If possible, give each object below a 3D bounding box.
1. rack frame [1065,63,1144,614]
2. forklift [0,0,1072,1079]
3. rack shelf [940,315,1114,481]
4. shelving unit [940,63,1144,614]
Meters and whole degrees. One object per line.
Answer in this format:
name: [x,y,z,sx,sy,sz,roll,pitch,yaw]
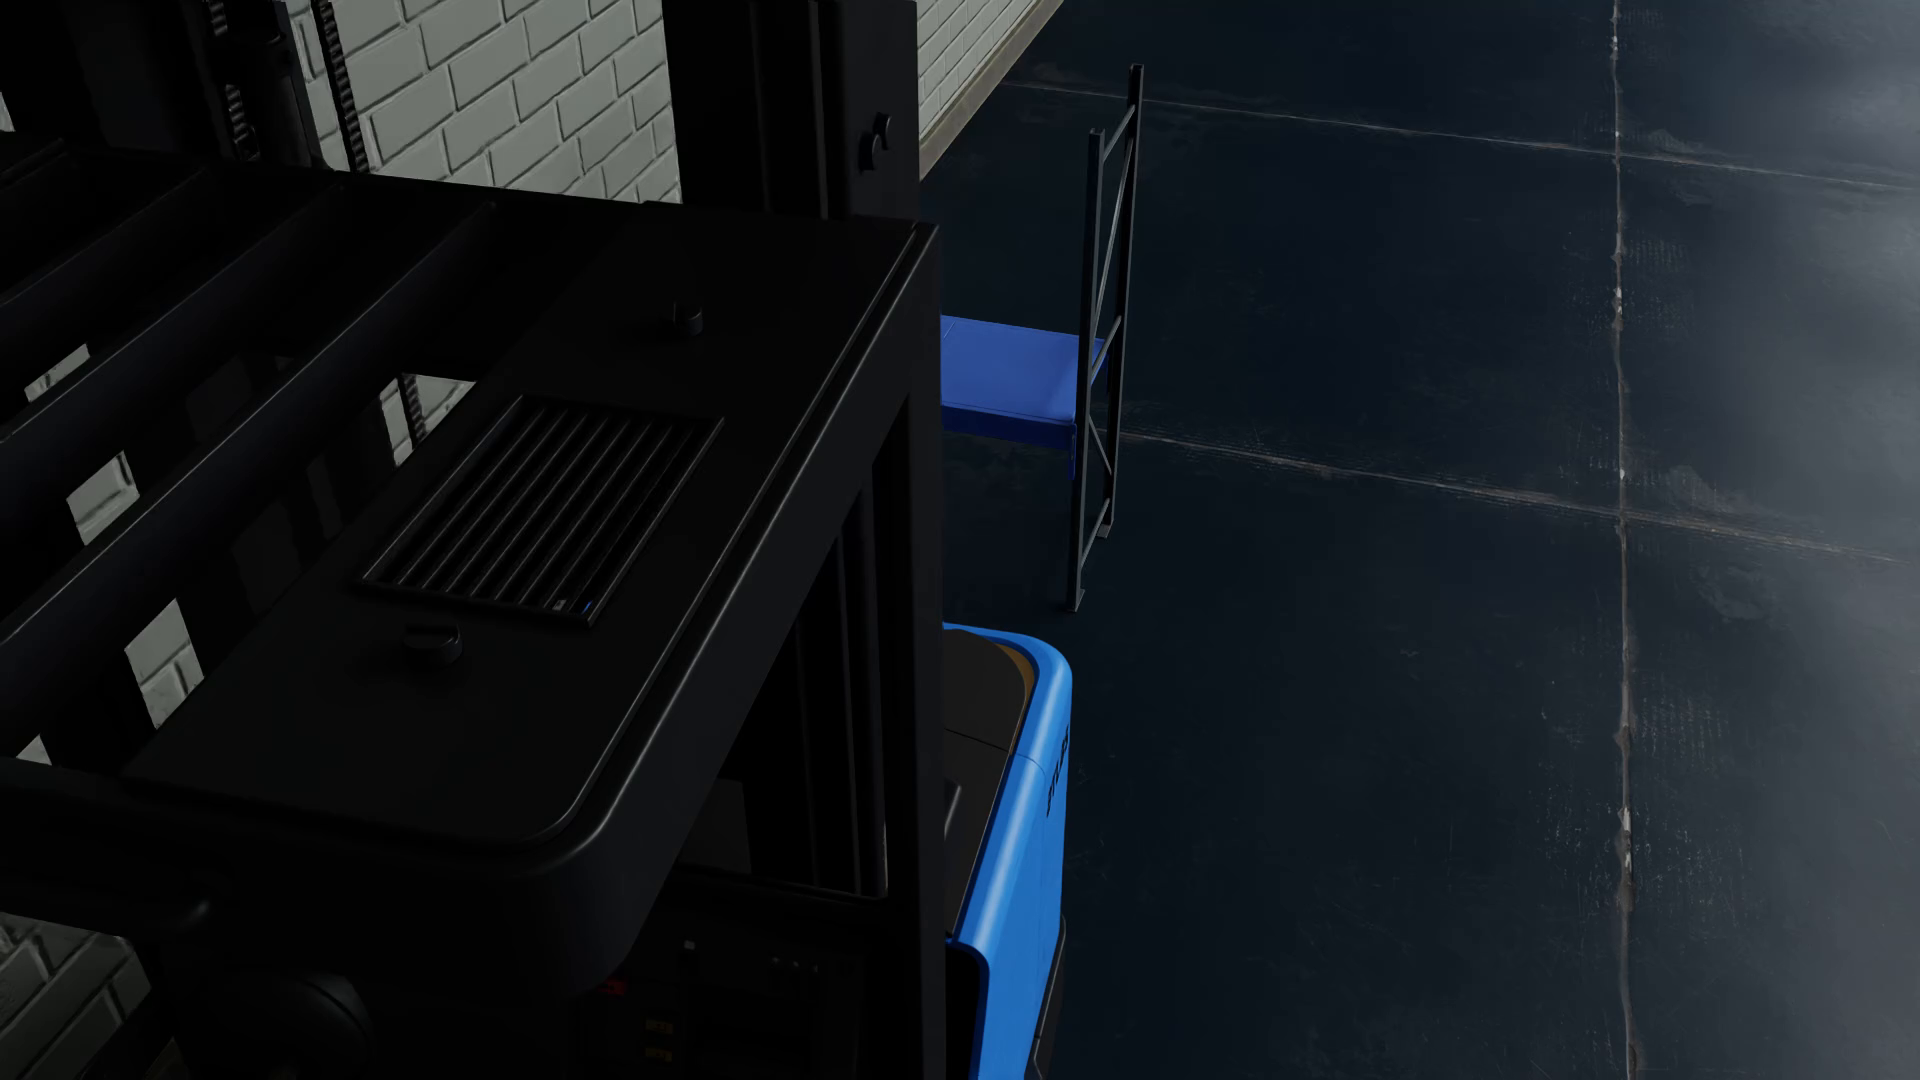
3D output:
rack frame: [0.404,-0.529,4.704,0.032,1.500,0.500,10,38,14]
forklift: [-0.615,0.657,1.885,1.130,2.935,3.031,8,37,11]
rack shelf: [-0.081,-0.474,4.933,1.000,0.185,0.538,10,38,14]
shelving unit: [-0.081,-0.619,4.826,1.048,1.500,0.538,10,38,14]
